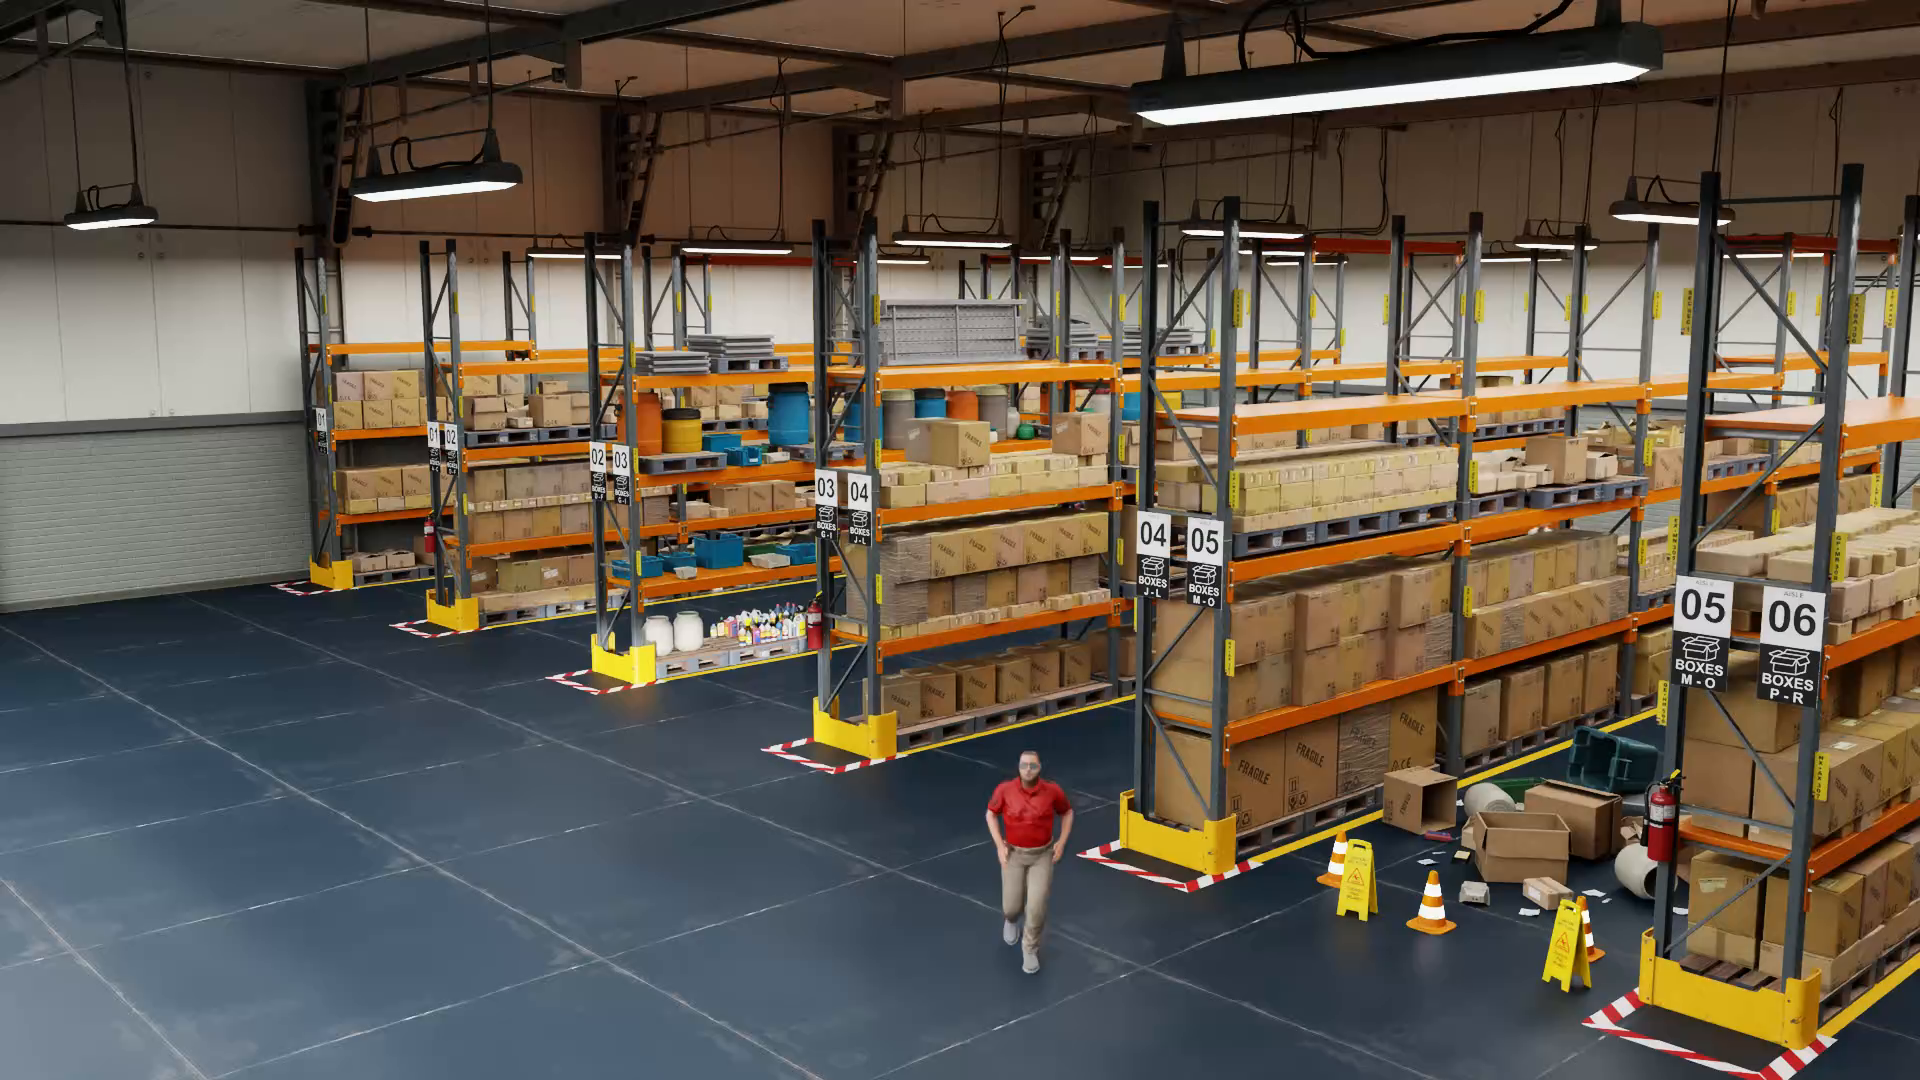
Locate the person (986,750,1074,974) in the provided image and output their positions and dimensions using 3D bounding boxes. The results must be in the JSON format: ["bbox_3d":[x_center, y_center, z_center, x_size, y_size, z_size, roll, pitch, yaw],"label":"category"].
[{"bbox_3d":[0.547,2.453,12.961,0.685,1.706,0.622,0,8,1],"label":"person"}]

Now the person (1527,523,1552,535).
[{"bbox_3d":[9.066,0.475,26.142,0.720,1.802,0.686,-8,11,-43],"label":"person"}]
